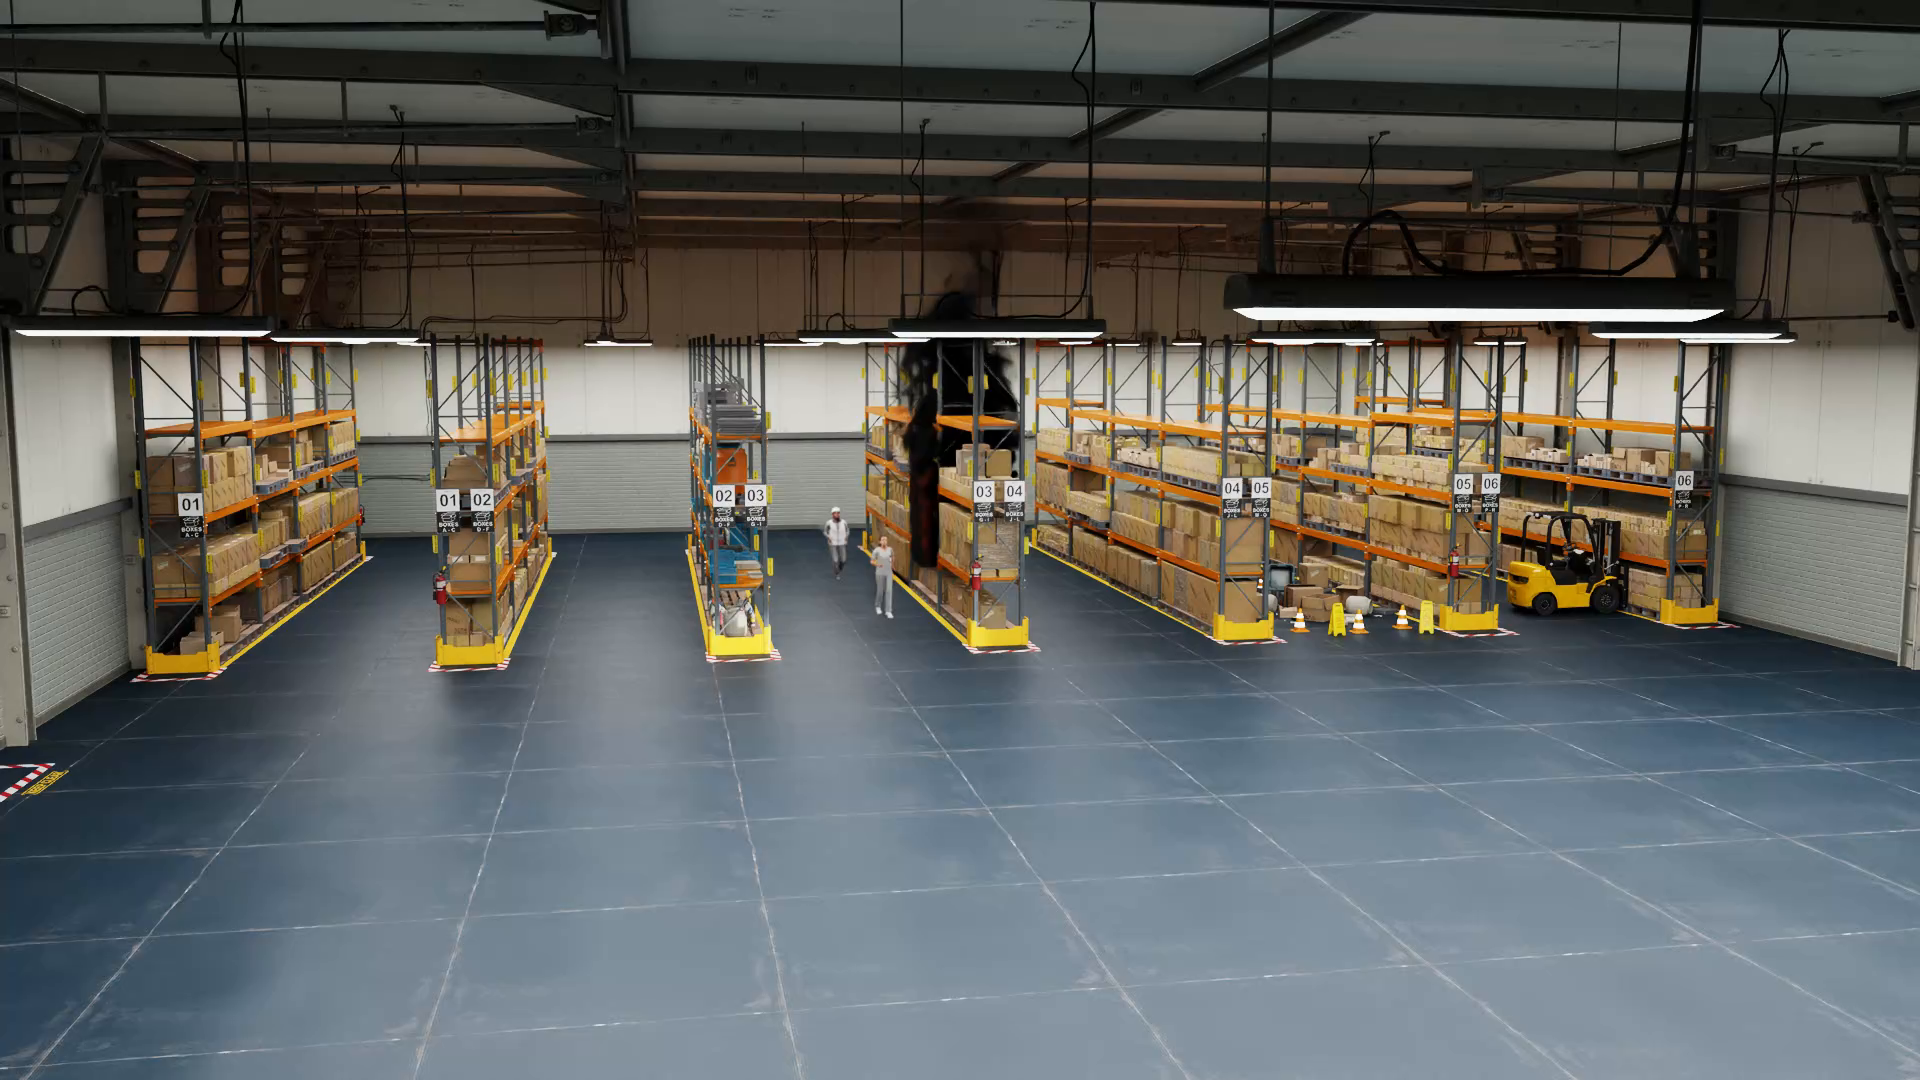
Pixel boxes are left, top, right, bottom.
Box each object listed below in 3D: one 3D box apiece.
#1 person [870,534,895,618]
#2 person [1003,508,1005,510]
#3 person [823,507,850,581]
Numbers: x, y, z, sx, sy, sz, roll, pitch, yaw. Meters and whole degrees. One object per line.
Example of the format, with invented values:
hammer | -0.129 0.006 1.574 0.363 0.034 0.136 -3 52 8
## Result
person | -1.543 0.716 33.852 0.568 1.668 0.856 -3 7 -21
person | 1.550 -0.774 49.332 0.717 1.739 0.707 -4 8 -30
person | -2.876 0.104 39.032 0.638 1.750 0.538 -2 7 -15
